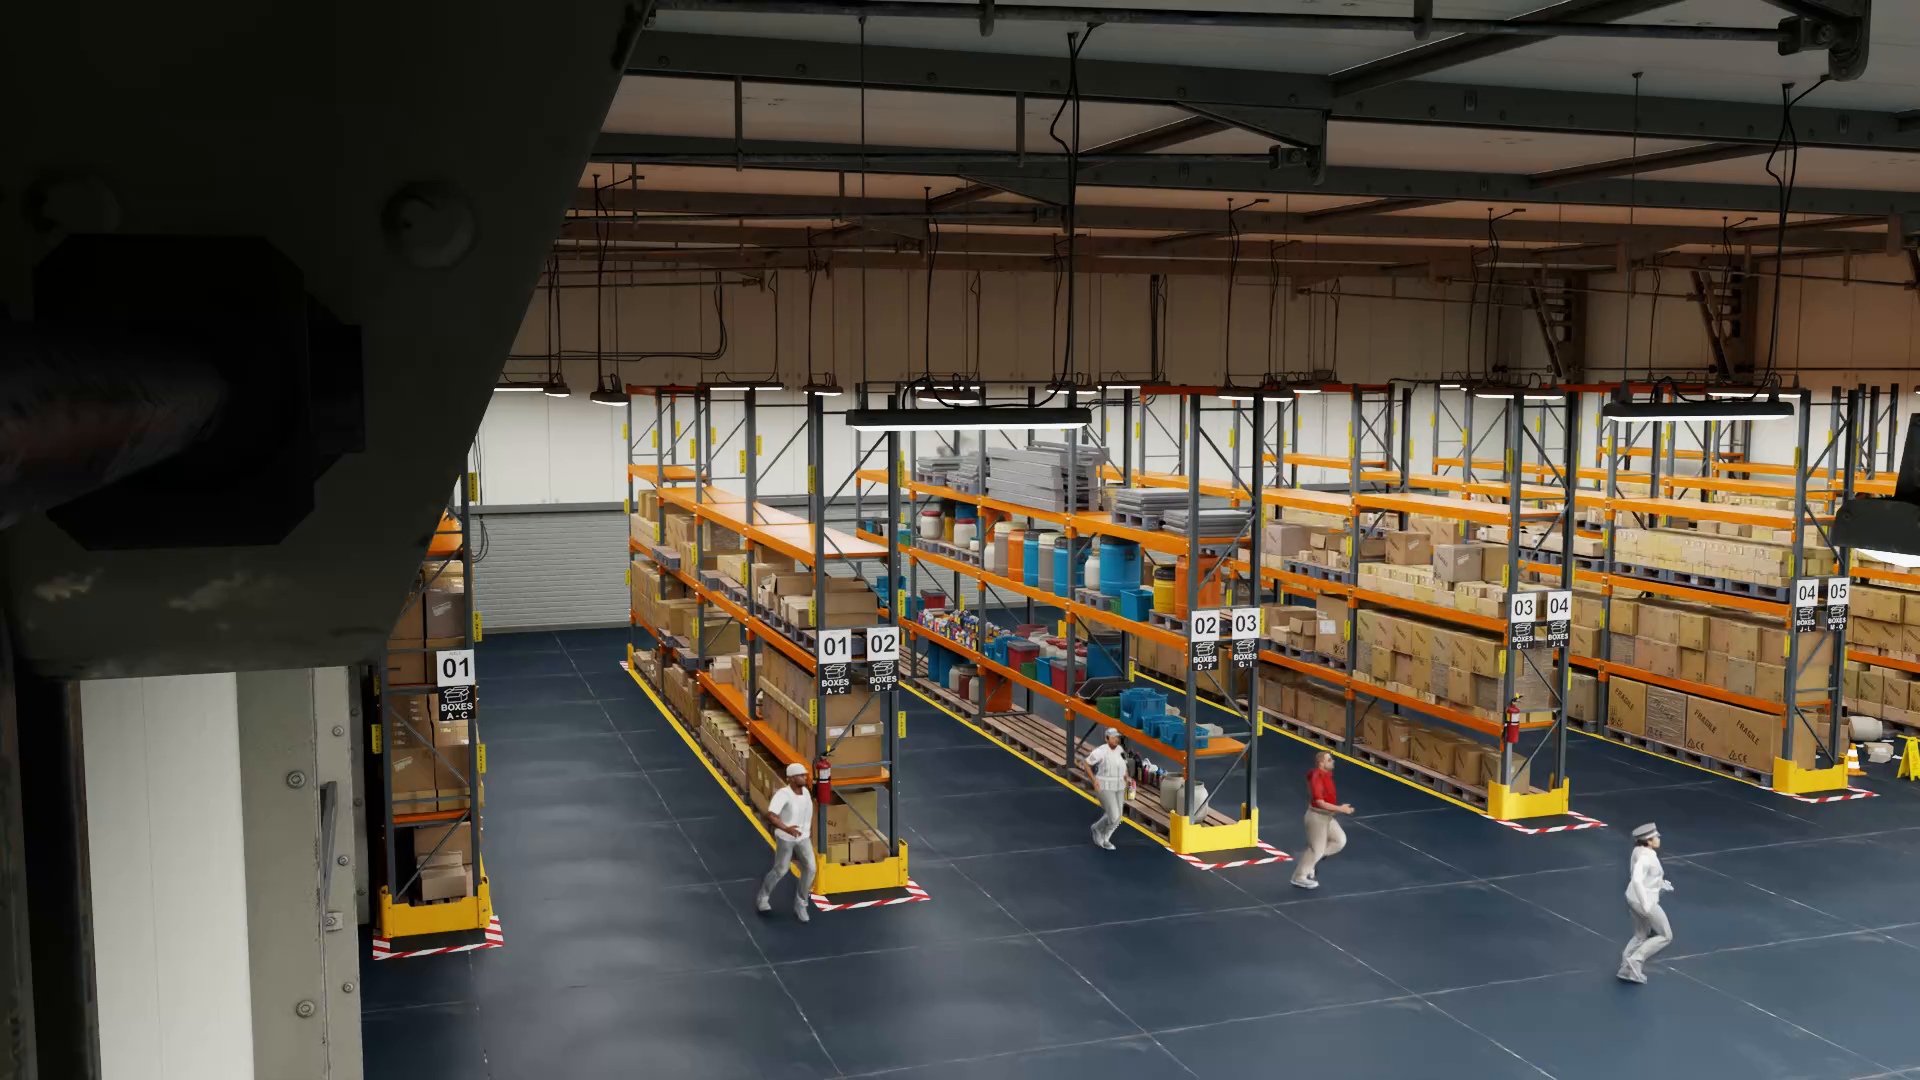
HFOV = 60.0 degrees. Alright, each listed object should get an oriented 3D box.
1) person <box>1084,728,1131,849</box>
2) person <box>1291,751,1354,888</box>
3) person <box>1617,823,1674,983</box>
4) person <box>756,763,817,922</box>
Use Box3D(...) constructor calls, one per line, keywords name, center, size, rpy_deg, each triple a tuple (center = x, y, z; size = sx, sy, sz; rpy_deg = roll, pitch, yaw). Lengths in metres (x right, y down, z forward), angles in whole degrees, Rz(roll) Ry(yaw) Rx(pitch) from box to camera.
Box3D(name="person", center=(1.994, 3.276, 21.822), size=(0.590, 1.609, 0.547), rpy_deg=(-4, 7, -32))
Box3D(name="person", center=(4.442, 3.365, 20.291), size=(0.731, 1.618, 0.691), rpy_deg=(2, 6, 20))
Box3D(name="person", center=(7.106, 3.732, 17.152), size=(0.558, 1.662, 0.623), rpy_deg=(0, 6, 4))
Box3D(name="person", center=(-1.931, 3.482, 19.313), size=(0.736, 1.793, 0.762), rpy_deg=(5, 8, 41))
